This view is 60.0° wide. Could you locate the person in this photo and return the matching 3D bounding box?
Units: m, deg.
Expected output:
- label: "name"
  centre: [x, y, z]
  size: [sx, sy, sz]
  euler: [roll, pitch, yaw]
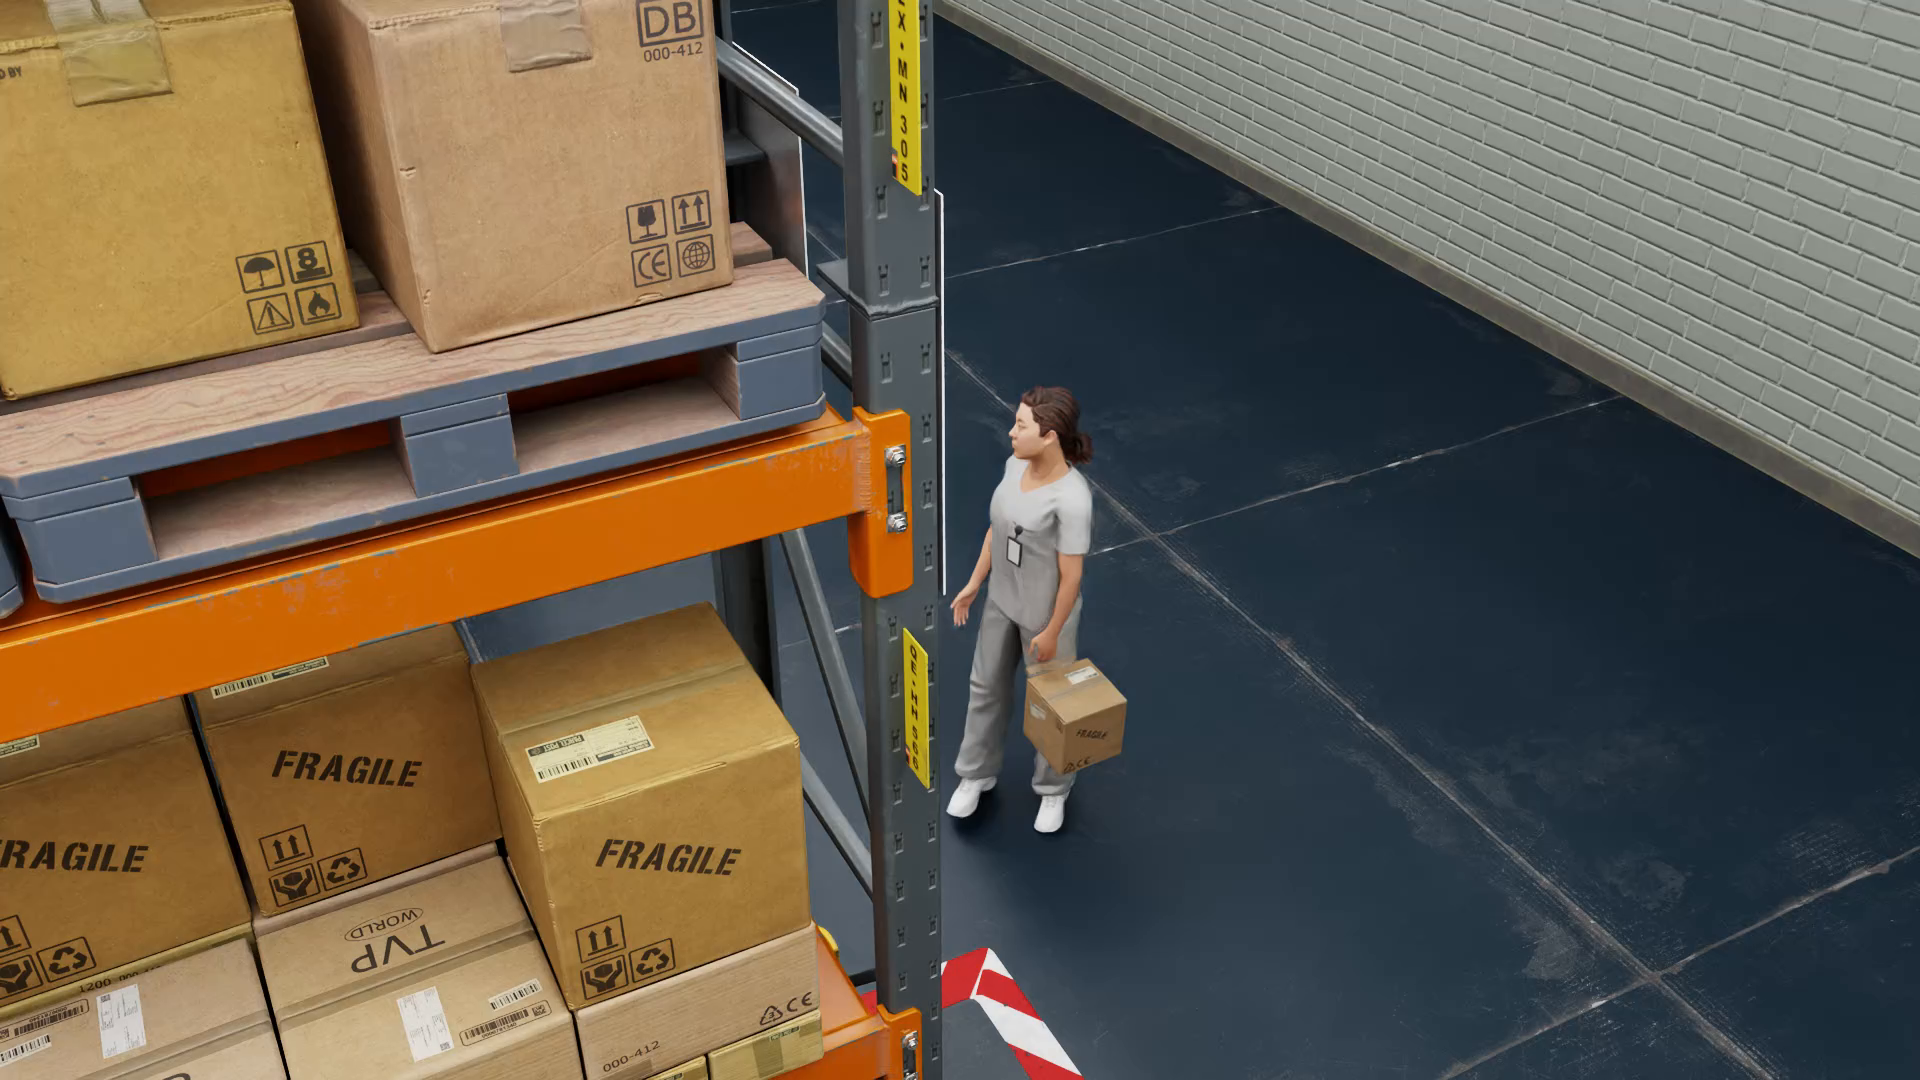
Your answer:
- label: "person"
  centre: [0.208, 0.273, 5.693]
  size: [0.537, 1.674, 0.463]
  euler: [-24, 40, -32]
